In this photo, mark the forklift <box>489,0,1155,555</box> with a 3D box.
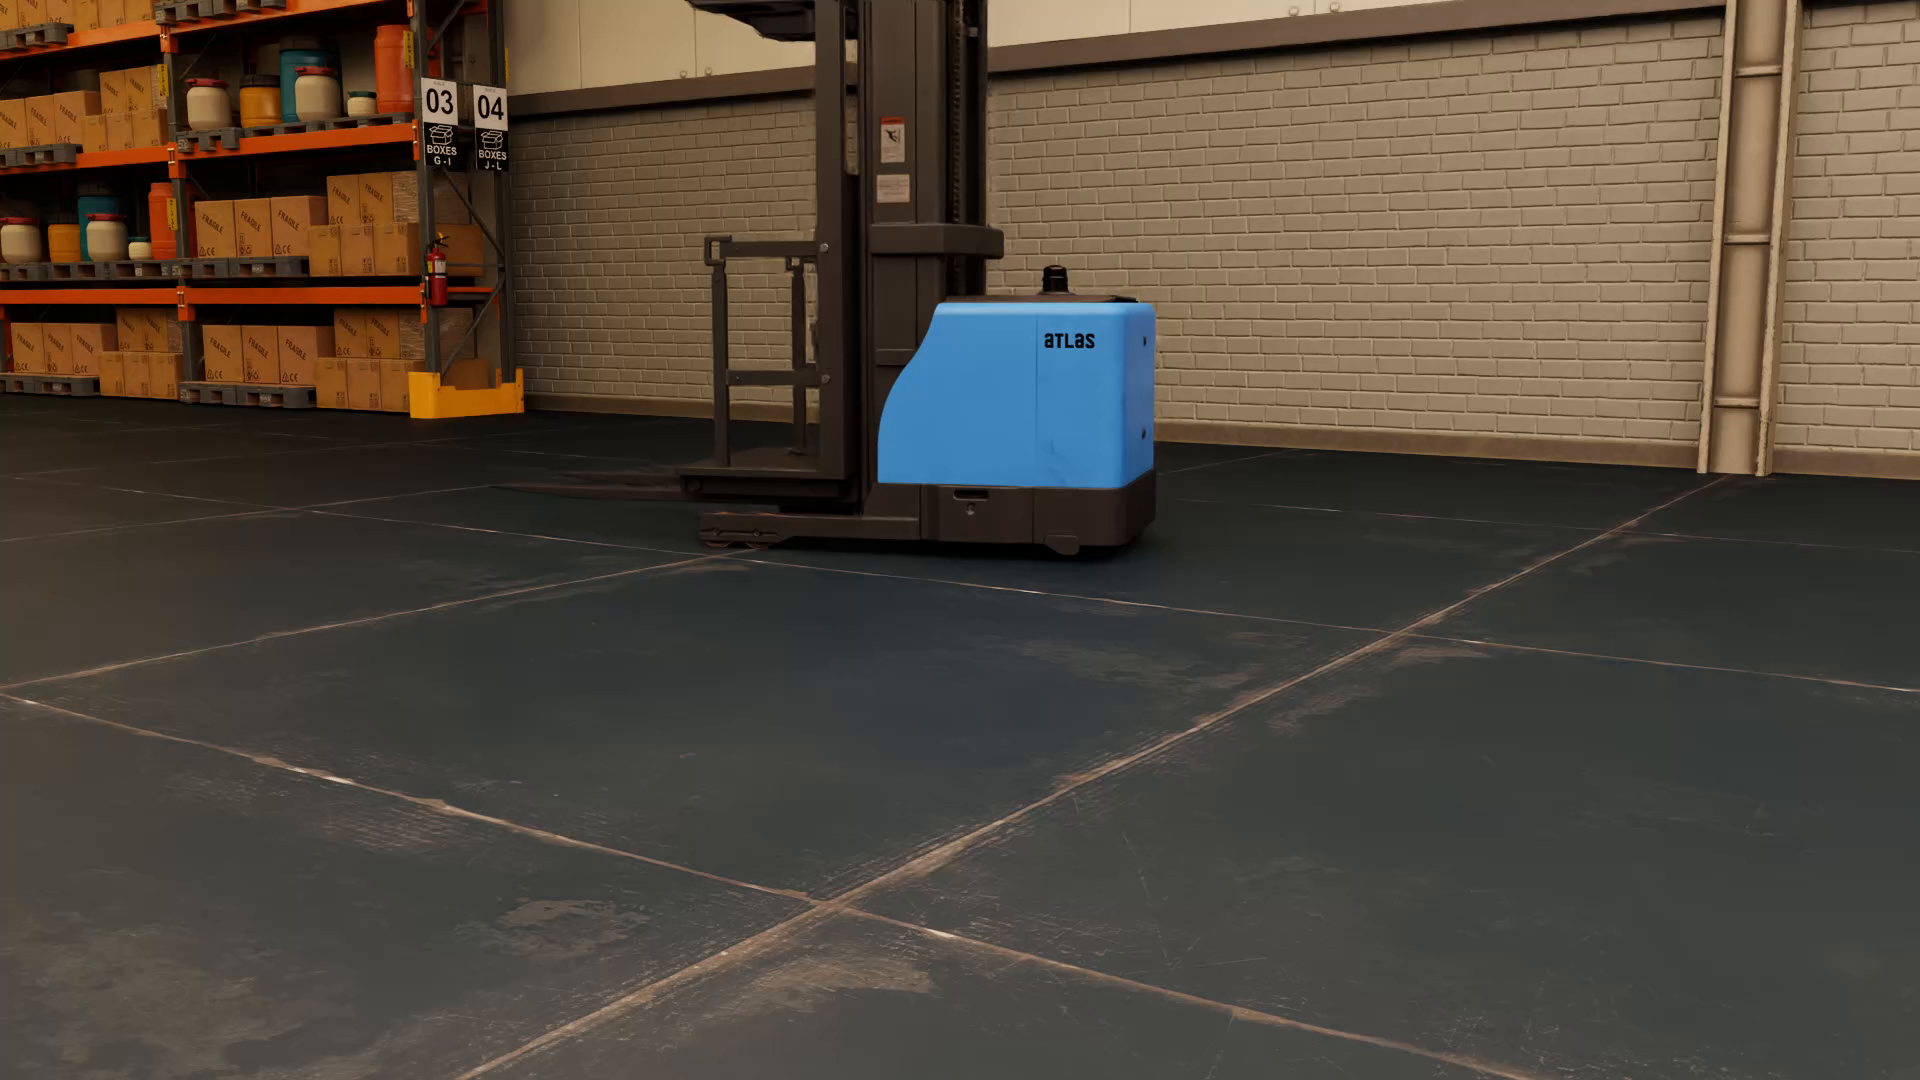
[{"bbox_3d":[-0.662,-1.475,7.566,3.031,2.935,1.130,2,8,14],"label":"forklift"}]
